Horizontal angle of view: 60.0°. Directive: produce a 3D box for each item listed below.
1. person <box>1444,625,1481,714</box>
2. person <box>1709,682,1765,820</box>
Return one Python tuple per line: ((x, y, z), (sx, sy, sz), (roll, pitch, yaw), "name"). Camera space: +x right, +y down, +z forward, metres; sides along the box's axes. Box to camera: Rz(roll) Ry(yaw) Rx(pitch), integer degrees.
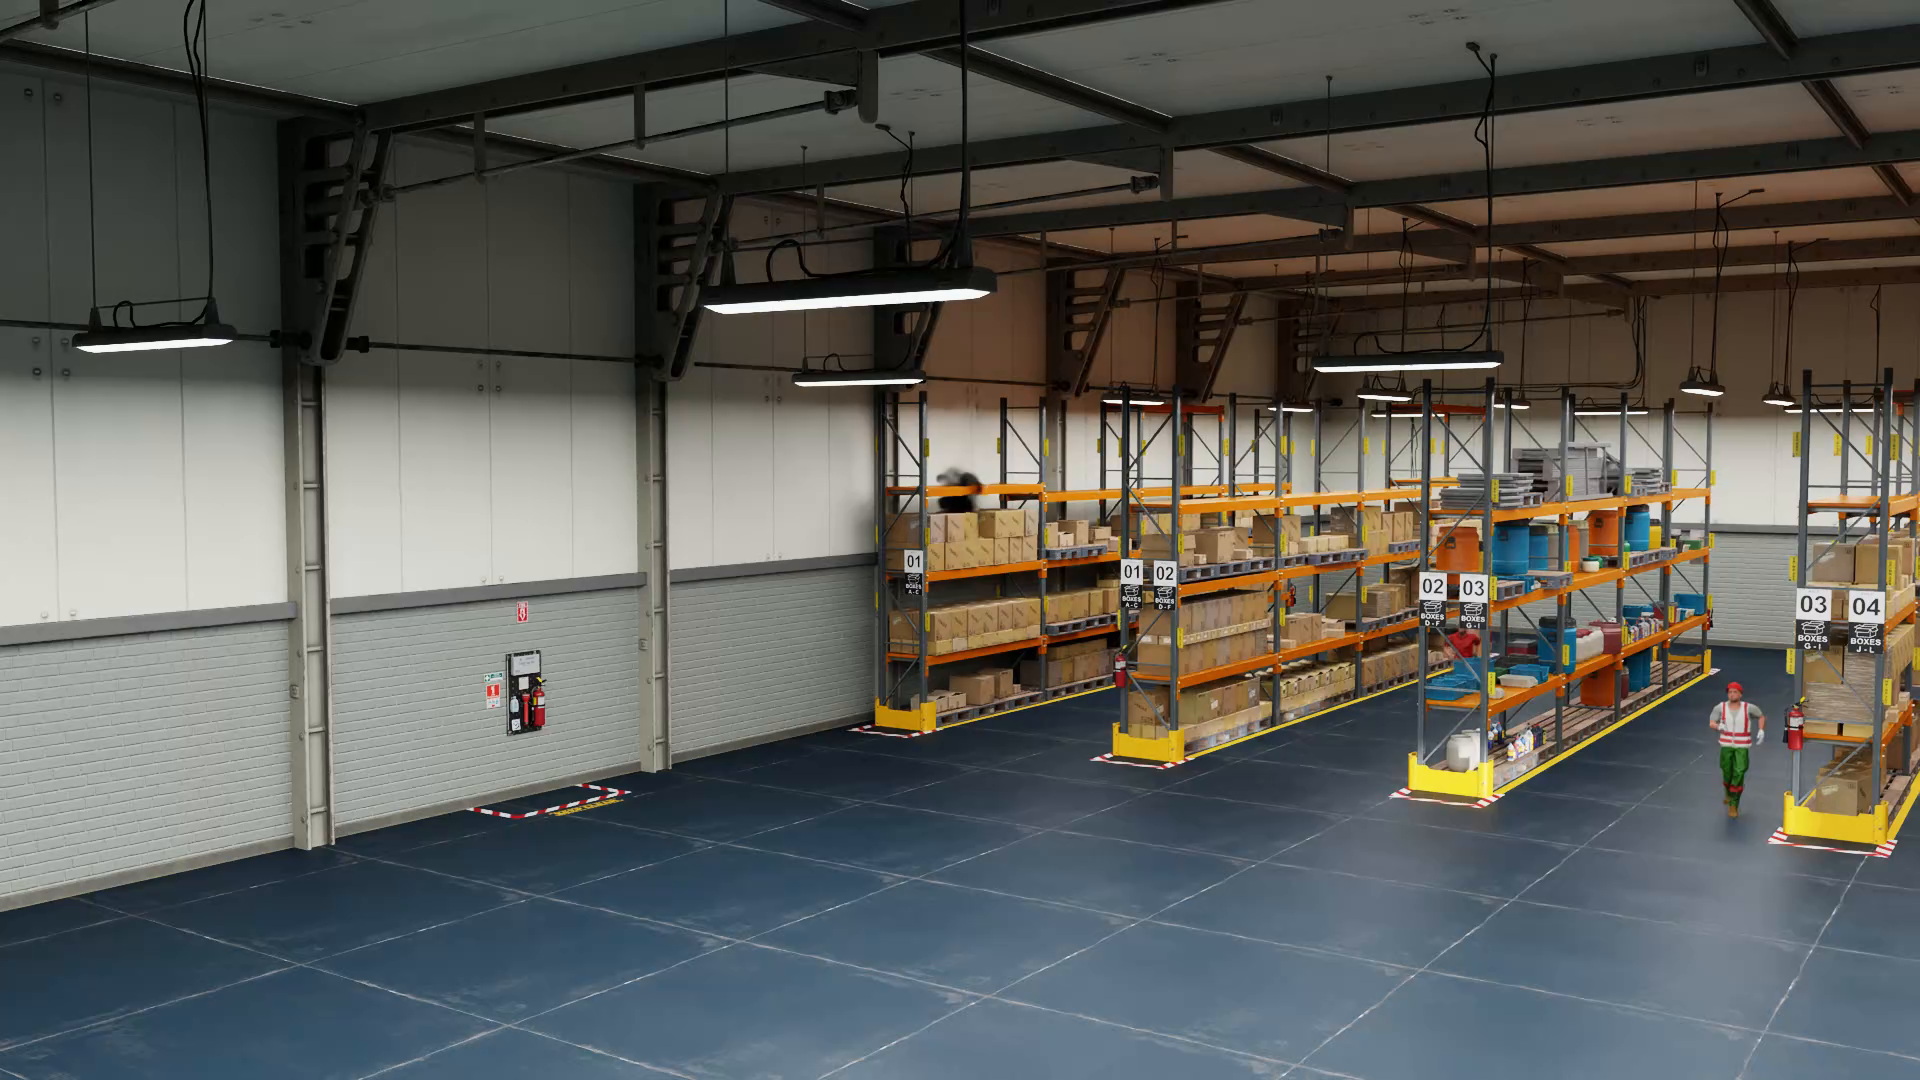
((9.566, 2.397, 31.696), (0.686, 1.727, 0.974), (1, 3, 25), "person")
((10.599, 2.844, 22.757), (0.669, 1.790, 0.977), (2, 4, 34), "person")
